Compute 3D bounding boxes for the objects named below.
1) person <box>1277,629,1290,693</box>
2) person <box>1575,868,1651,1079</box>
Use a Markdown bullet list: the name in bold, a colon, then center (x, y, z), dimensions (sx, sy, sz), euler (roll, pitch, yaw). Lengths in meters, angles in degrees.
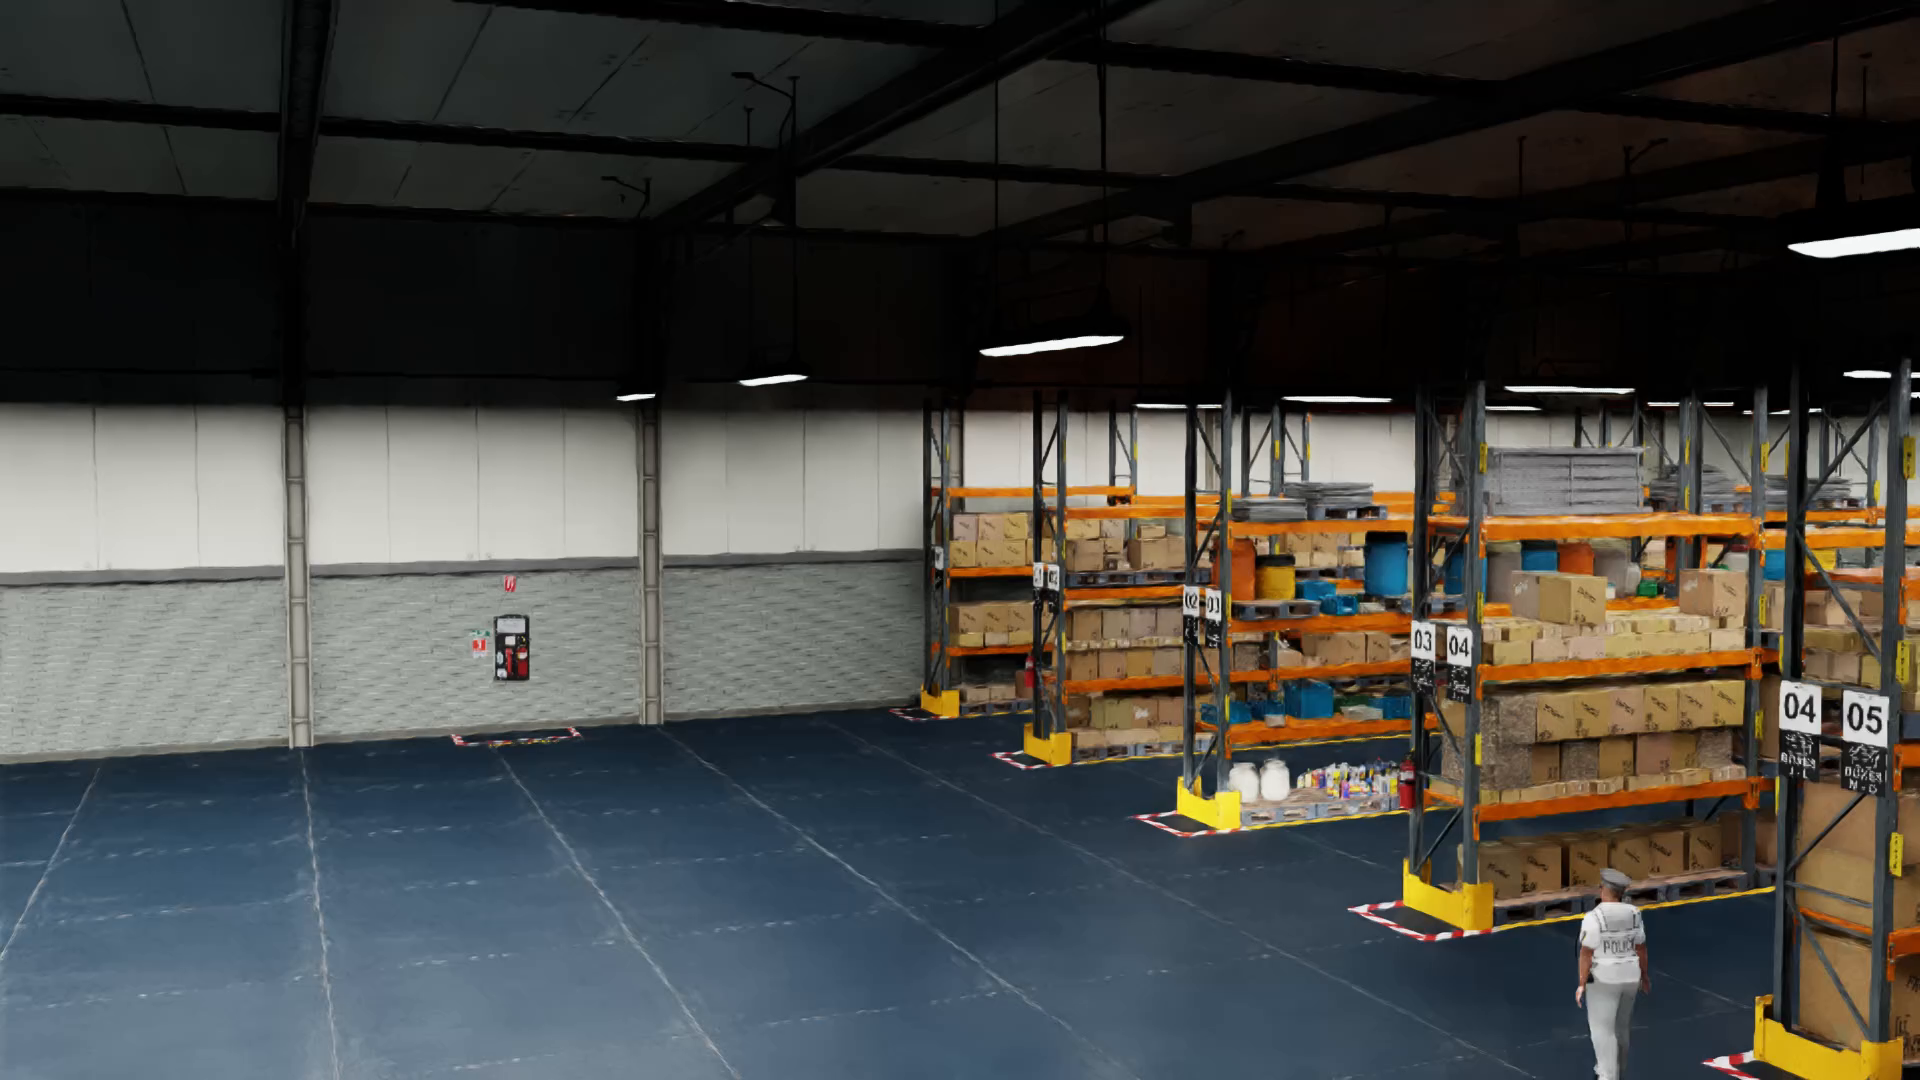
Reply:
- **person**: center (6.002, 2.438, 30.880), dimensions (0.455, 1.786, 0.620), euler (2, 4, 36)
- **person**: center (5.187, 3.499, 13.267), dimensions (0.729, 1.746, 0.593), euler (-1, 4, -18)
